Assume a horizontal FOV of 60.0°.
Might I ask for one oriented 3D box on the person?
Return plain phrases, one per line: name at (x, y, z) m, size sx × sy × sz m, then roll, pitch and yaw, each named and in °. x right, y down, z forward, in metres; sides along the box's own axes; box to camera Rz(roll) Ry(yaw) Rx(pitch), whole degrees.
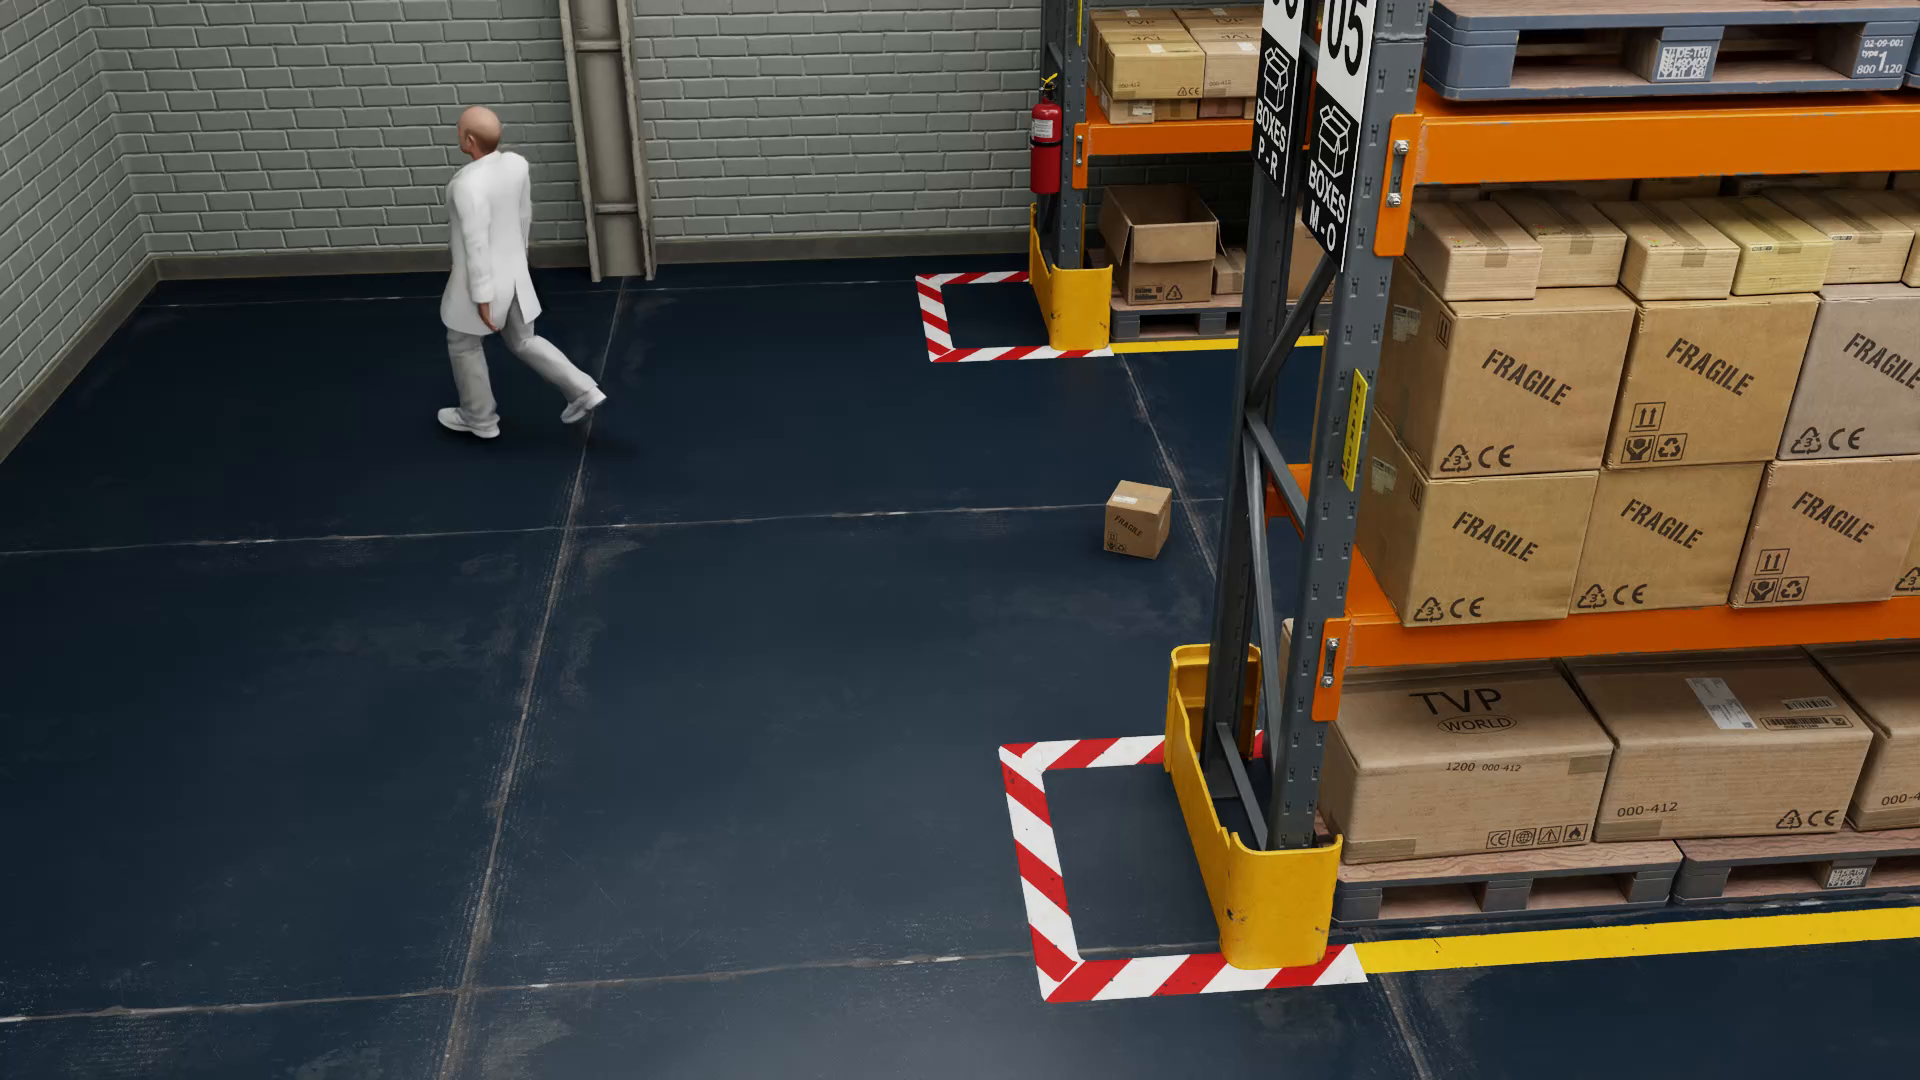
person at (-2.299, -1.312, 8.347) m, size 0.970 × 1.747 × 0.574 m, roll 13°, pitch 33°, yaw 20°
